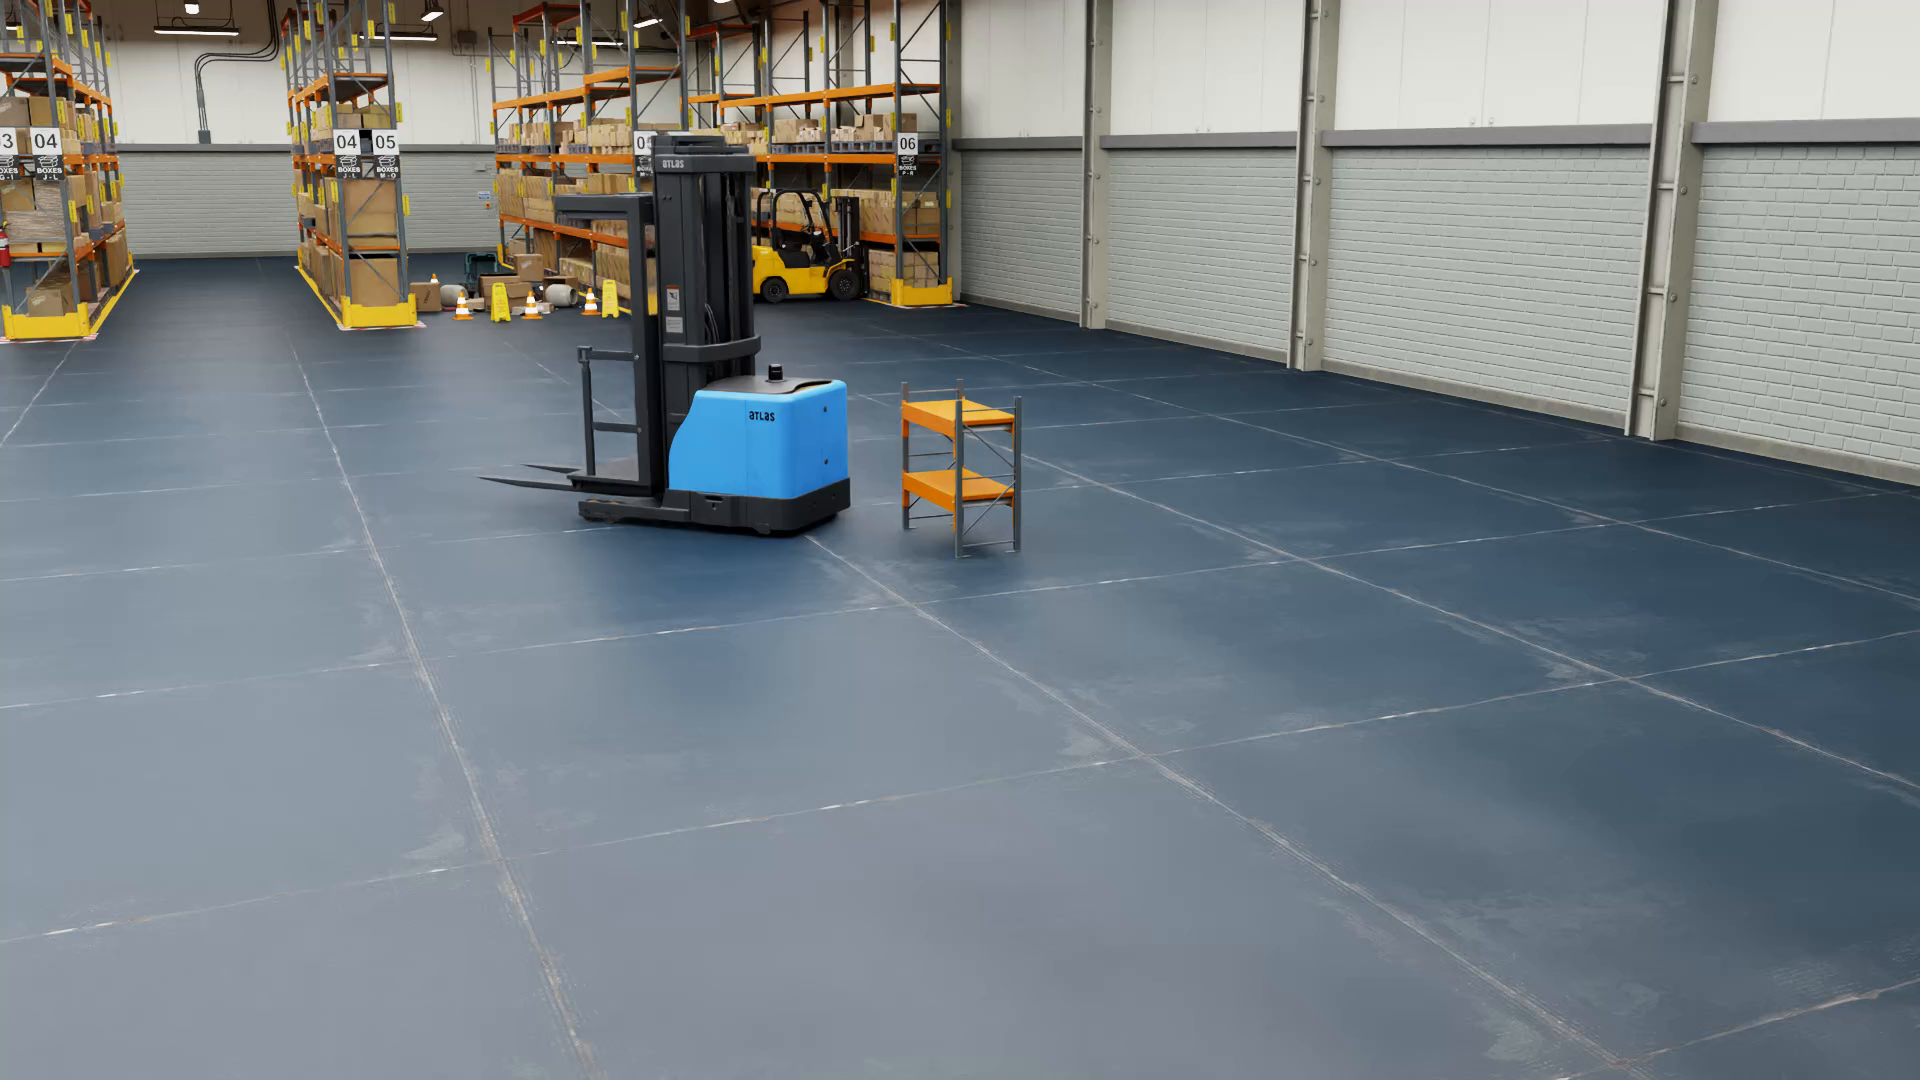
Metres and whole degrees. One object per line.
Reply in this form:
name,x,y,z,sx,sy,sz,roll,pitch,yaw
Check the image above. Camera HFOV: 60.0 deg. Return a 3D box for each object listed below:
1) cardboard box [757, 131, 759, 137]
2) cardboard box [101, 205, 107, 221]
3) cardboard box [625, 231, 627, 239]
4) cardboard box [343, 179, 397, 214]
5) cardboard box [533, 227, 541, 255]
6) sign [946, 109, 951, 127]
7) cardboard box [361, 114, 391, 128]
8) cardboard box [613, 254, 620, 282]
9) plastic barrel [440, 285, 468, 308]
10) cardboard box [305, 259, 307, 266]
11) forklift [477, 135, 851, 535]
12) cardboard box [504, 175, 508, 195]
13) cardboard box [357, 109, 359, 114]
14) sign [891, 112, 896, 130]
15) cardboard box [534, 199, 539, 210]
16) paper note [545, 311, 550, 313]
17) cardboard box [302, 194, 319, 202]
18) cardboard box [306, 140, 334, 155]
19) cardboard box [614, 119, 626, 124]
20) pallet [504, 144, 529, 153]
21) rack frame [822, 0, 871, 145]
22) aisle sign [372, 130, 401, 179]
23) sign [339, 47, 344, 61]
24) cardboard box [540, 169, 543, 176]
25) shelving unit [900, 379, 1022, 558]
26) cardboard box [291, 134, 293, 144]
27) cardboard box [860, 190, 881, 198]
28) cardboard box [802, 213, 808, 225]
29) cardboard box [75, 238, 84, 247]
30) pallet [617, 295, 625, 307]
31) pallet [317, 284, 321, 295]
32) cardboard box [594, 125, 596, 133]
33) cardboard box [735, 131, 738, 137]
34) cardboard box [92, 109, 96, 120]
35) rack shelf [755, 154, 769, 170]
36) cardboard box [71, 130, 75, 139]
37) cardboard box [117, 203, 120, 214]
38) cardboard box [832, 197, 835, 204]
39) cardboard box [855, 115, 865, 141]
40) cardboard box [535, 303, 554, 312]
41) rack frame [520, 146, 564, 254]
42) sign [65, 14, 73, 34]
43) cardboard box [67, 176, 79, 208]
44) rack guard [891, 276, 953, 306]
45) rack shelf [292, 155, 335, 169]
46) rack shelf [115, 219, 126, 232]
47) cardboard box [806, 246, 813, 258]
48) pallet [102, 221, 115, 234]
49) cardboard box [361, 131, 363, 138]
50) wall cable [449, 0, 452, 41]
cardboard box,-4.576,-9.602,39.342,0.380,0.149,0.250,-6,14,-24
cardboard box,-17.514,-6.489,33.534,0.500,0.500,0.500,-5,14,-21
cardboard box,-5.916,-5.591,30.431,0.380,0.149,0.250,-6,14,-24
cardboard box,-9.892,-5.769,27.918,0.875,0.550,0.550,-6,14,-23
cardboard box,-9.769,-7.086,40.114,0.875,0.875,0.875,-5,14,-21
sign,-0.227,-7.982,31.438,0.100,0.325,0.005,-6,14,-23
cardboard box,-9.737,-6.999,27.827,0.500,0.250,0.500,-6,14,-23
cardboard box,-6.252,-5.143,31.441,0.500,0.500,0.500,-6,14,-24
plastic barrel,-9.522,-4.565,31.157,0.512,0.421,0.421,4,14,16
cardboard box,-15.470,-6.649,39.837,0.380,0.149,0.250,-6,14,-23
forklift,-2.435,-1.662,13.051,3.031,2.935,1.130,5,14,22
cardboard box,-11.335,-9.063,42.436,0.500,0.500,0.500,-6,14,-23
cardboard box,-10.642,-7.695,29.947,0.380,0.149,0.250,-5,14,-22
sign,-1.240,-7.815,31.044,0.100,0.325,0.005,-6,14,-23
cardboard box,-9.556,-7.775,38.536,0.500,0.250,0.500,-6,14,-25
paper note,-7.487,-4.127,30.134,0.148,0.019,0.142,-12,18,-42
cardboard box,-14.116,-7.442,36.179,0.380,0.149,0.250,-5,14,-20
cardboard box,-13.445,-8.348,34.912,0.500,0.500,0.500,-6,14,-23
cardboard box,-6.962,-8.480,33.996,0.500,0.250,0.500,-6,14,-24
pallet,-10.894,-9.877,41.937,1.003,0.211,1.213,-6,14,-23
rack frame,-2.340,-9.756,34.567,1.000,3.000,0.127,-6,14,-23
aisle sign,-9.476,-6.369,27.470,0.394,0.787,0.004,-6,14,-23
sign,-14.080,-11.075,37.844,0.100,0.325,0.005,-6,14,-23
cardboard box,-10.097,-9.029,40.852,0.380,0.149,0.250,-5,14,-22
shelving unit,-0.003,-0.549,12.249,0.538,1.125,1.048,-6,14,-23
cardboard box,-16.247,-9.911,41.113,0.500,0.250,0.500,-5,14,-22
cardboard box,-1.779,-6.942,33.390,0.380,0.149,0.250,-6,14,-23
cardboard box,-3.159,-7.050,36.509,0.500,0.250,0.500,-6,14,-23
cardboard box,-14.772,-4.940,27.617,0.380,0.149,0.250,-6,14,-23
pallet,-6.092,-4.638,31.941,1.003,0.211,1.213,-6,14,-23
pallet,-12.737,-5.215,34.432,1.003,0.211,1.213,-6,14,-23
cardboard box,-6.831,-7.911,32.034,0.380,0.149,0.250,-6,14,-25
cardboard box,-5.248,-9.862,40.421,0.380,0.149,0.250,-6,14,-23
cardboard box,-19.974,-9.679,37.847,0.500,0.250,0.500,-6,14,-25
rack shelf,-4.743,-9.184,40.342,1.077,0.370,4.000,-6,14,-23
cardboard box,-15.234,-6.869,28.191,0.380,0.149,0.250,-6,14,-25
cardboard box,-19.717,-7.647,38.431,0.500,0.250,0.500,-6,14,-23
cardboard box,-2.453,-7.109,34.771,0.380,0.149,0.250,-6,14,-24
cardboard box,-1.656,-8.186,33.054,0.797,0.503,0.637,-5,14,-21
cardboard box,-7.660,-4.257,30.434,0.380,0.149,0.250,1,13,6
rack frame,-10.091,-8.037,40.444,1.000,3.000,0.127,-6,14,-23
sign,-15.462,-8.951,28.840,0.100,0.325,0.005,-6,14,-23
cardboard box,-14.730,-5.689,27.199,0.500,0.500,0.500,-6,14,-23
rack guard,-0.728,-4.784,31.933,1.175,0.500,0.348,-6,14,-23
rack shelf,-15.387,-9.093,39.950,1.077,0.370,4.000,-6,14,-23
rack shelf,-19.972,-7.205,38.443,1.077,0.370,4.000,-6,14,-23
cardboard box,-2.863,-6.149,36.620,0.875,0.625,0.625,-6,14,-24
pallet,-17.186,-6.085,32.433,1.213,0.211,1.003,-6,14,-23
cardboard box,-10.431,-7.199,29.575,0.380,0.149,0.250,-6,14,-23
wall cable,-15.647,-15.718,47.023,2.355,3.000,0.029,-6,14,-23
